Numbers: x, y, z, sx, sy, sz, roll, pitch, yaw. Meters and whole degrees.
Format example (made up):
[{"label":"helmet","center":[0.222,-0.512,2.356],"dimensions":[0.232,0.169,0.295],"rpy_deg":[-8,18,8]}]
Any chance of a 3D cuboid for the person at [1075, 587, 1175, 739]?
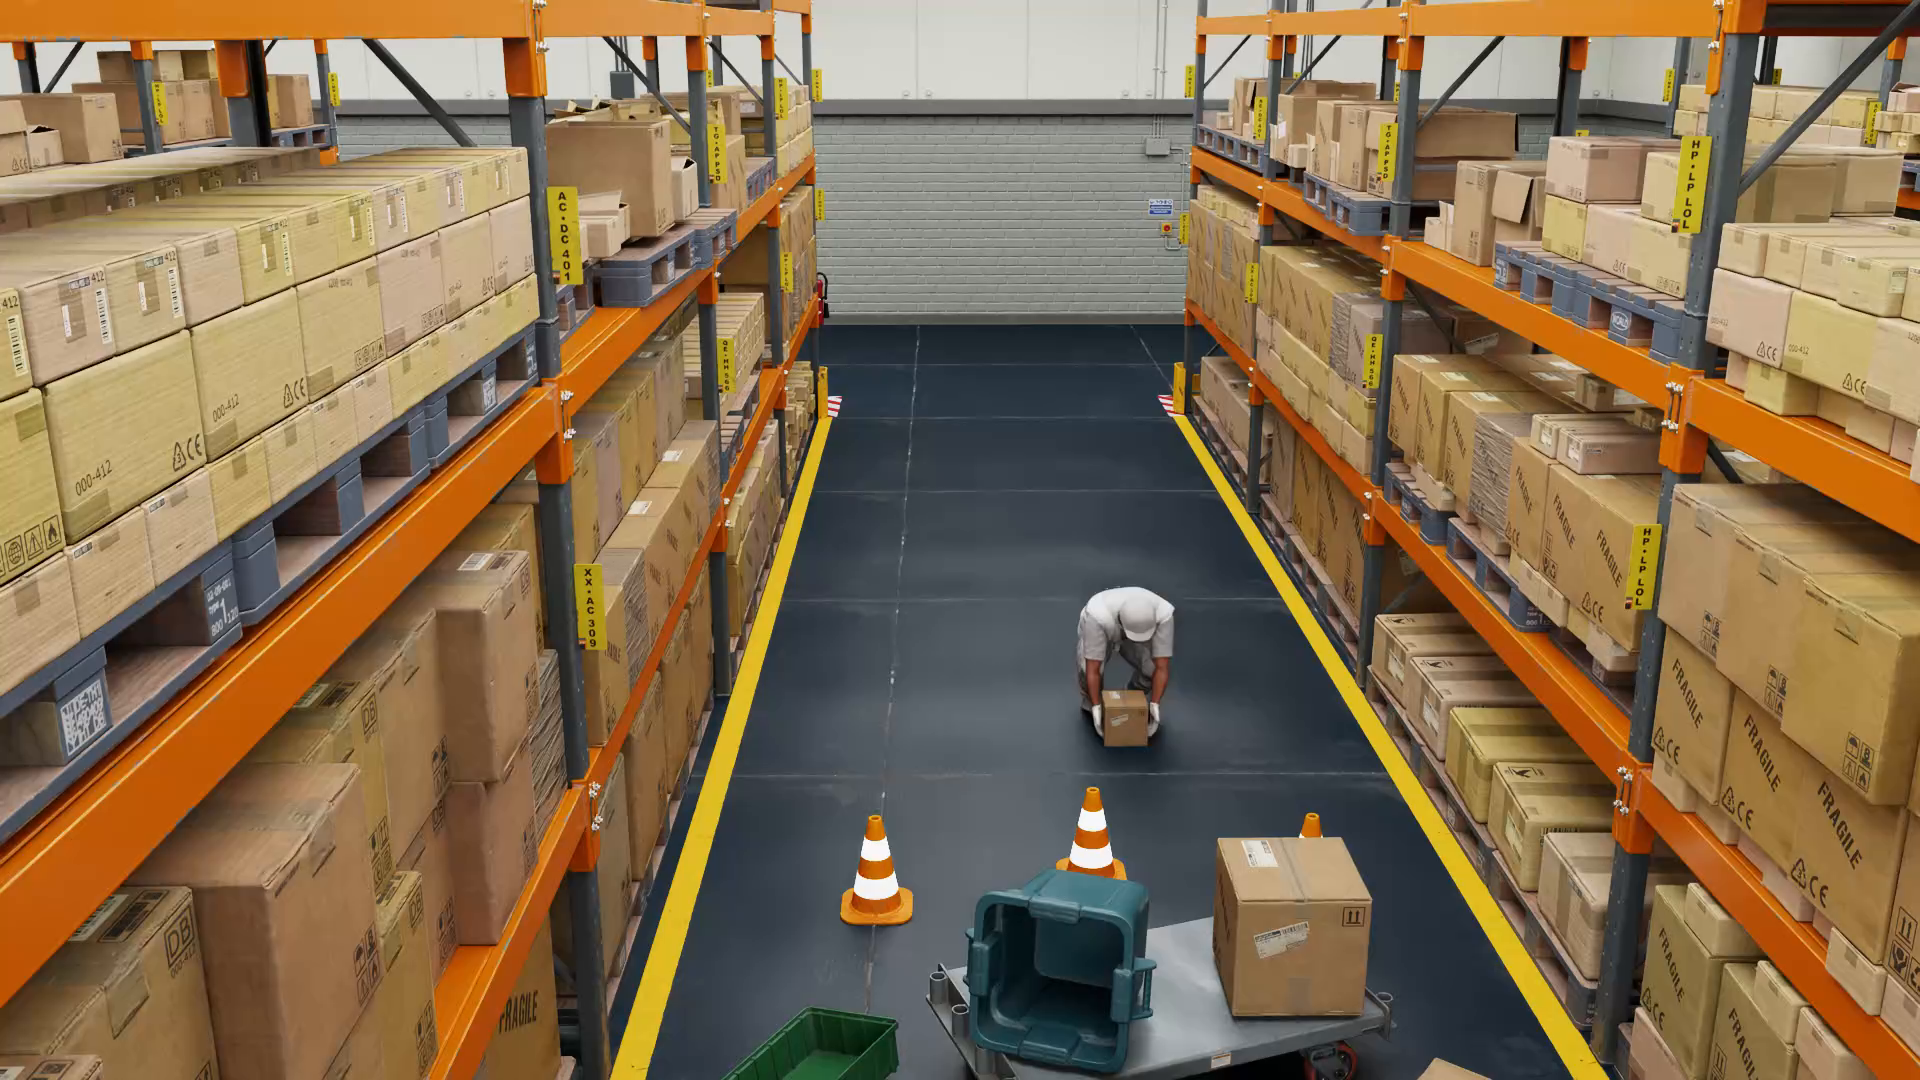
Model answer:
[{"label":"person","center":[0.980,0.642,9.956],"dimensions":[0.576,0.884,0.907],"rpy_deg":[0,17,-1]}]
